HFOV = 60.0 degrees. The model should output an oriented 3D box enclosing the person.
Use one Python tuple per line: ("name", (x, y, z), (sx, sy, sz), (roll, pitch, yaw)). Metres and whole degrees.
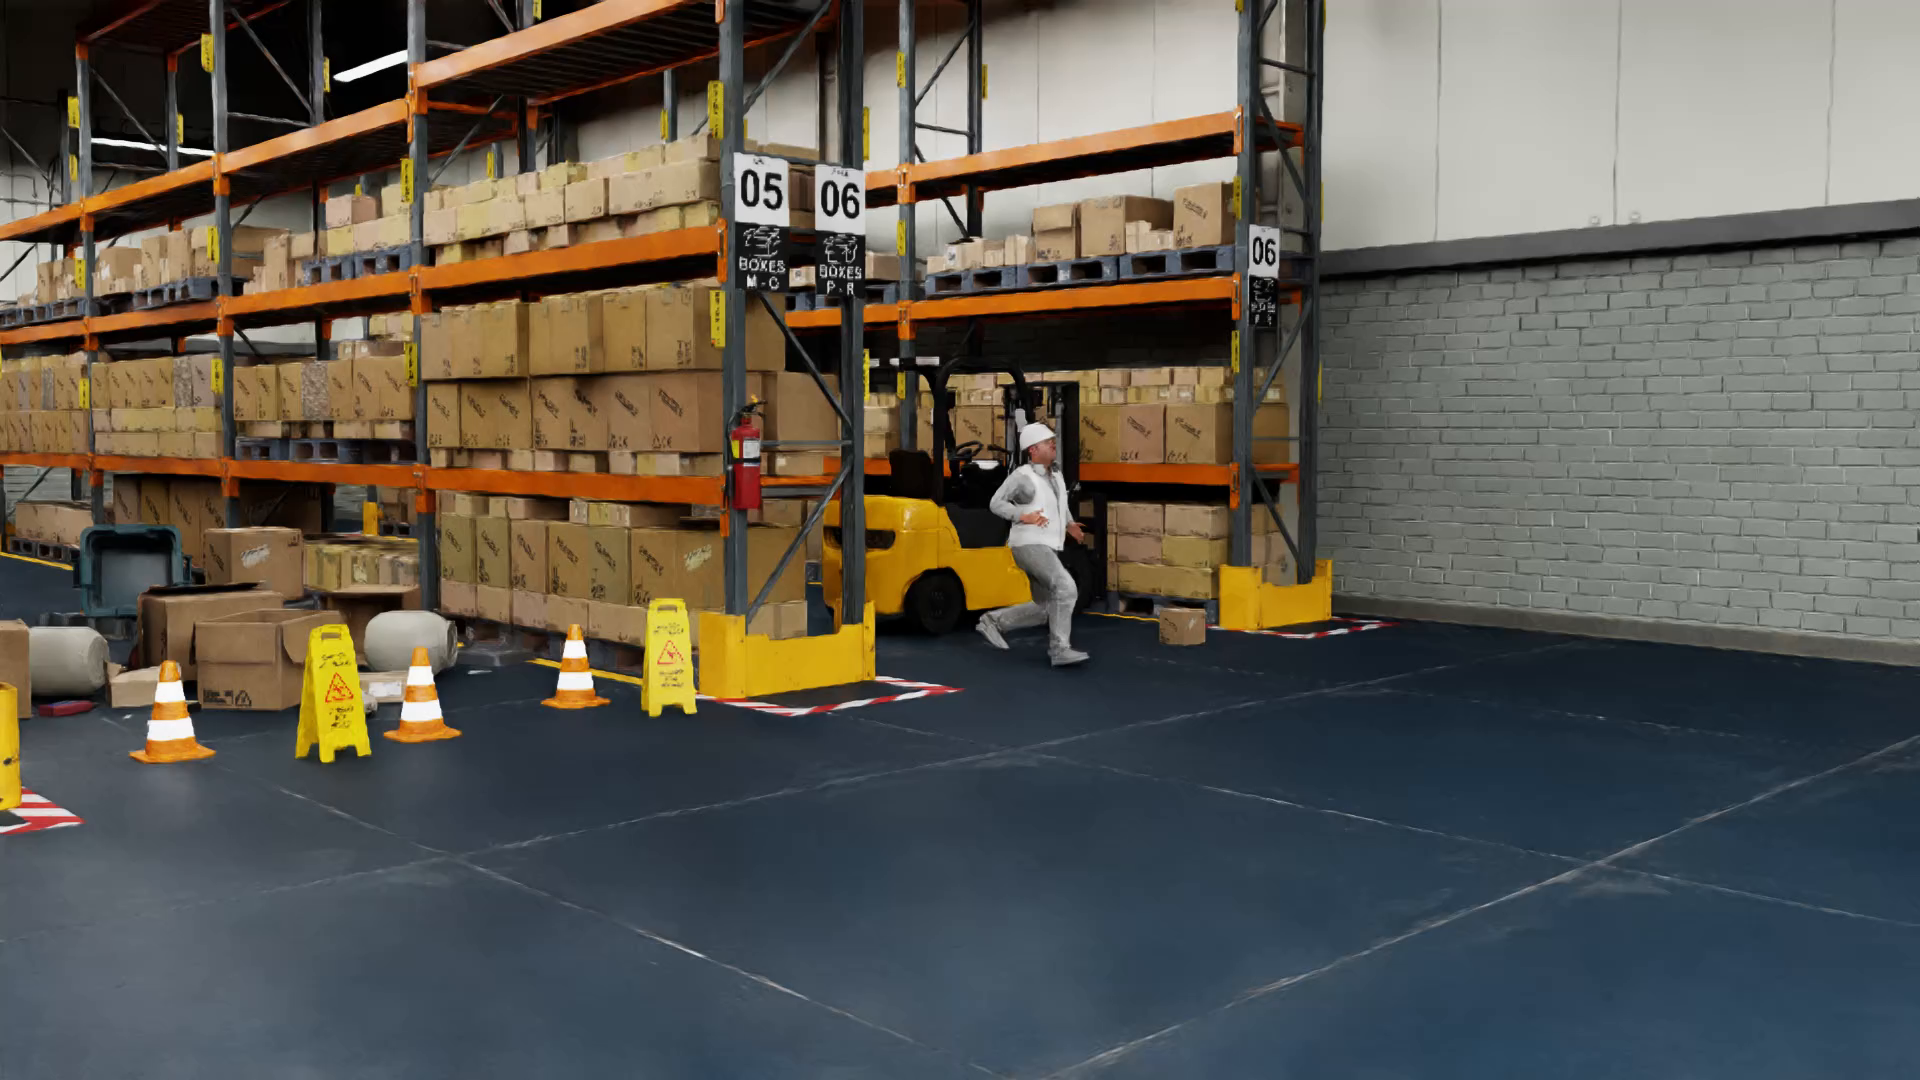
("person", (0.551, 0.010, 11.461), (0.937, 1.633, 0.727), (2, 4, 24))
